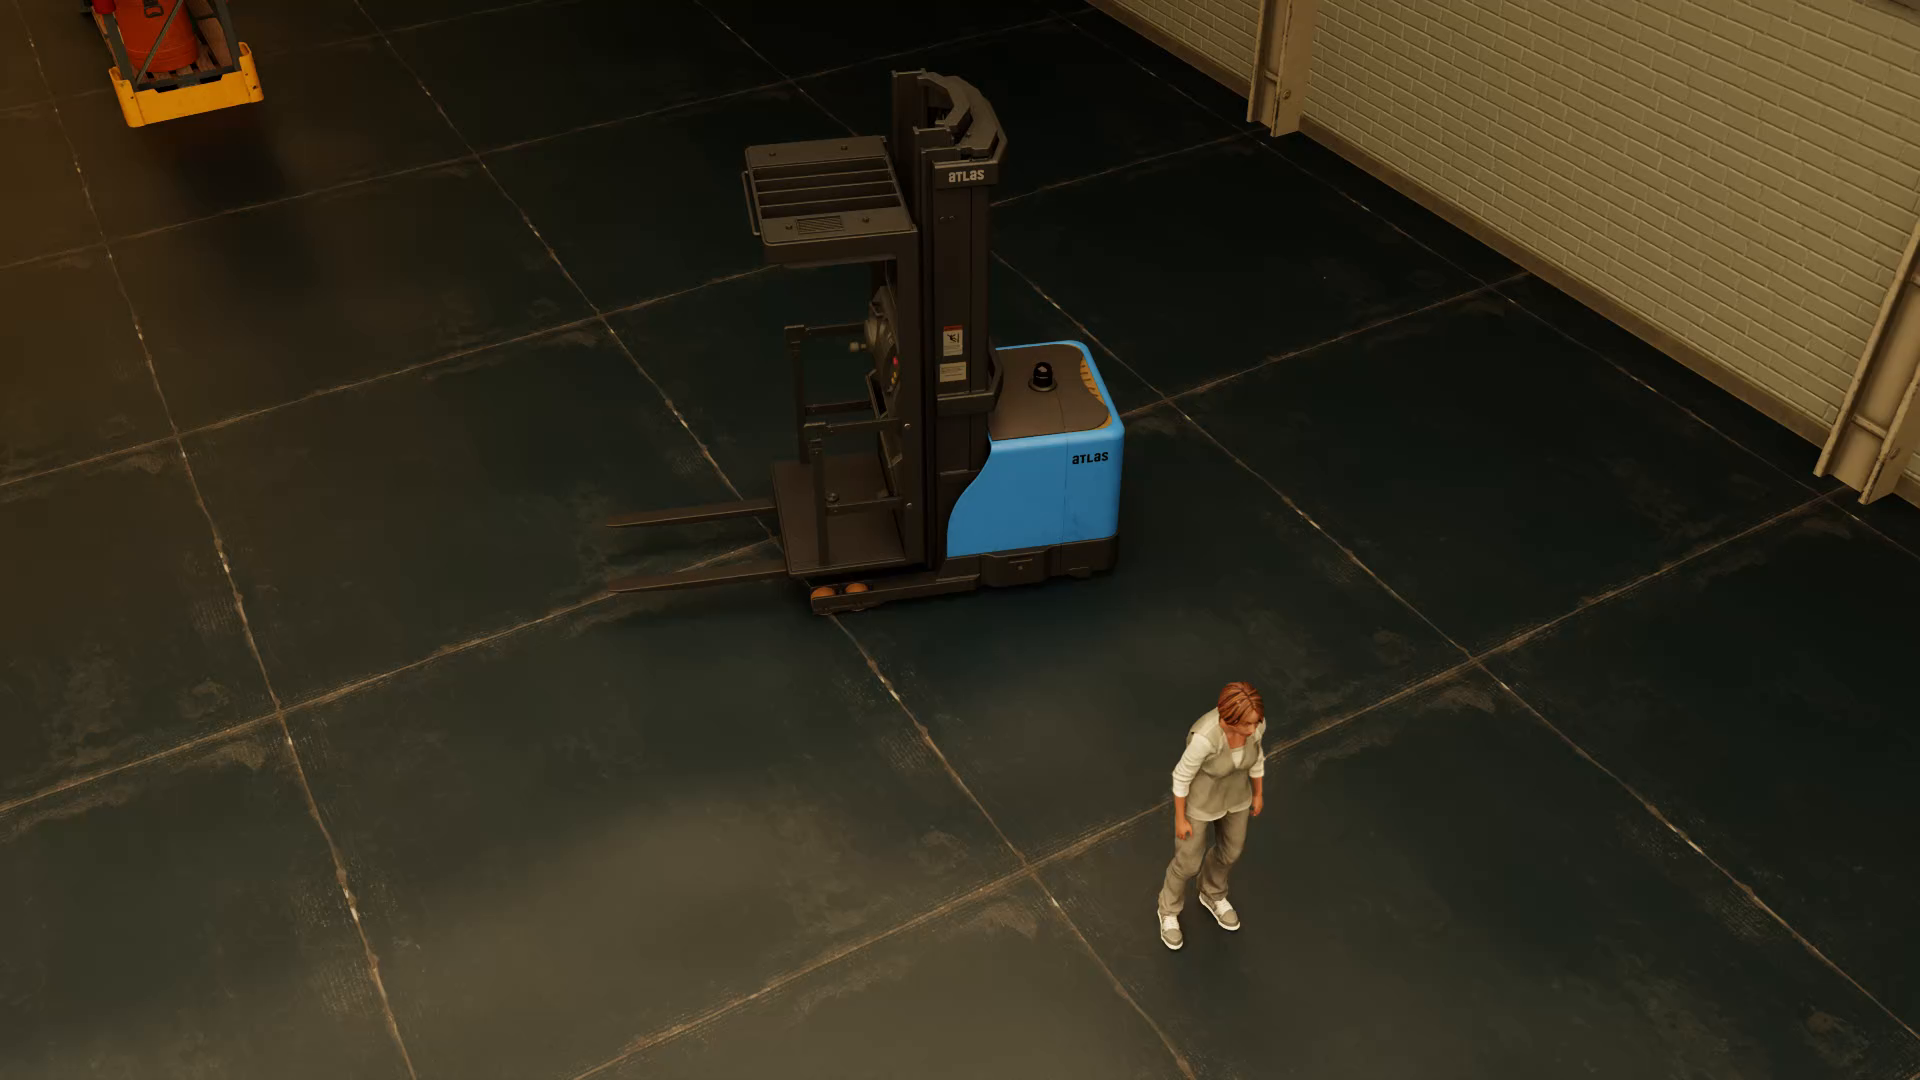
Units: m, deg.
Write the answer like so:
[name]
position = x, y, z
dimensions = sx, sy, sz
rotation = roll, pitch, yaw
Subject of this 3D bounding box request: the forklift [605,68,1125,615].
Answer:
[forklift]
position = -0.615, -1.053, 9.306
dimensions = 3.031, 2.935, 1.130
rotation = -7, 40, -8

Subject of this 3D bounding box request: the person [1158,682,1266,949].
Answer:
[person]
position = 1.168, 1.215, 7.619
dimensions = 0.485, 1.594, 0.340
rotation = -15, 42, -18
